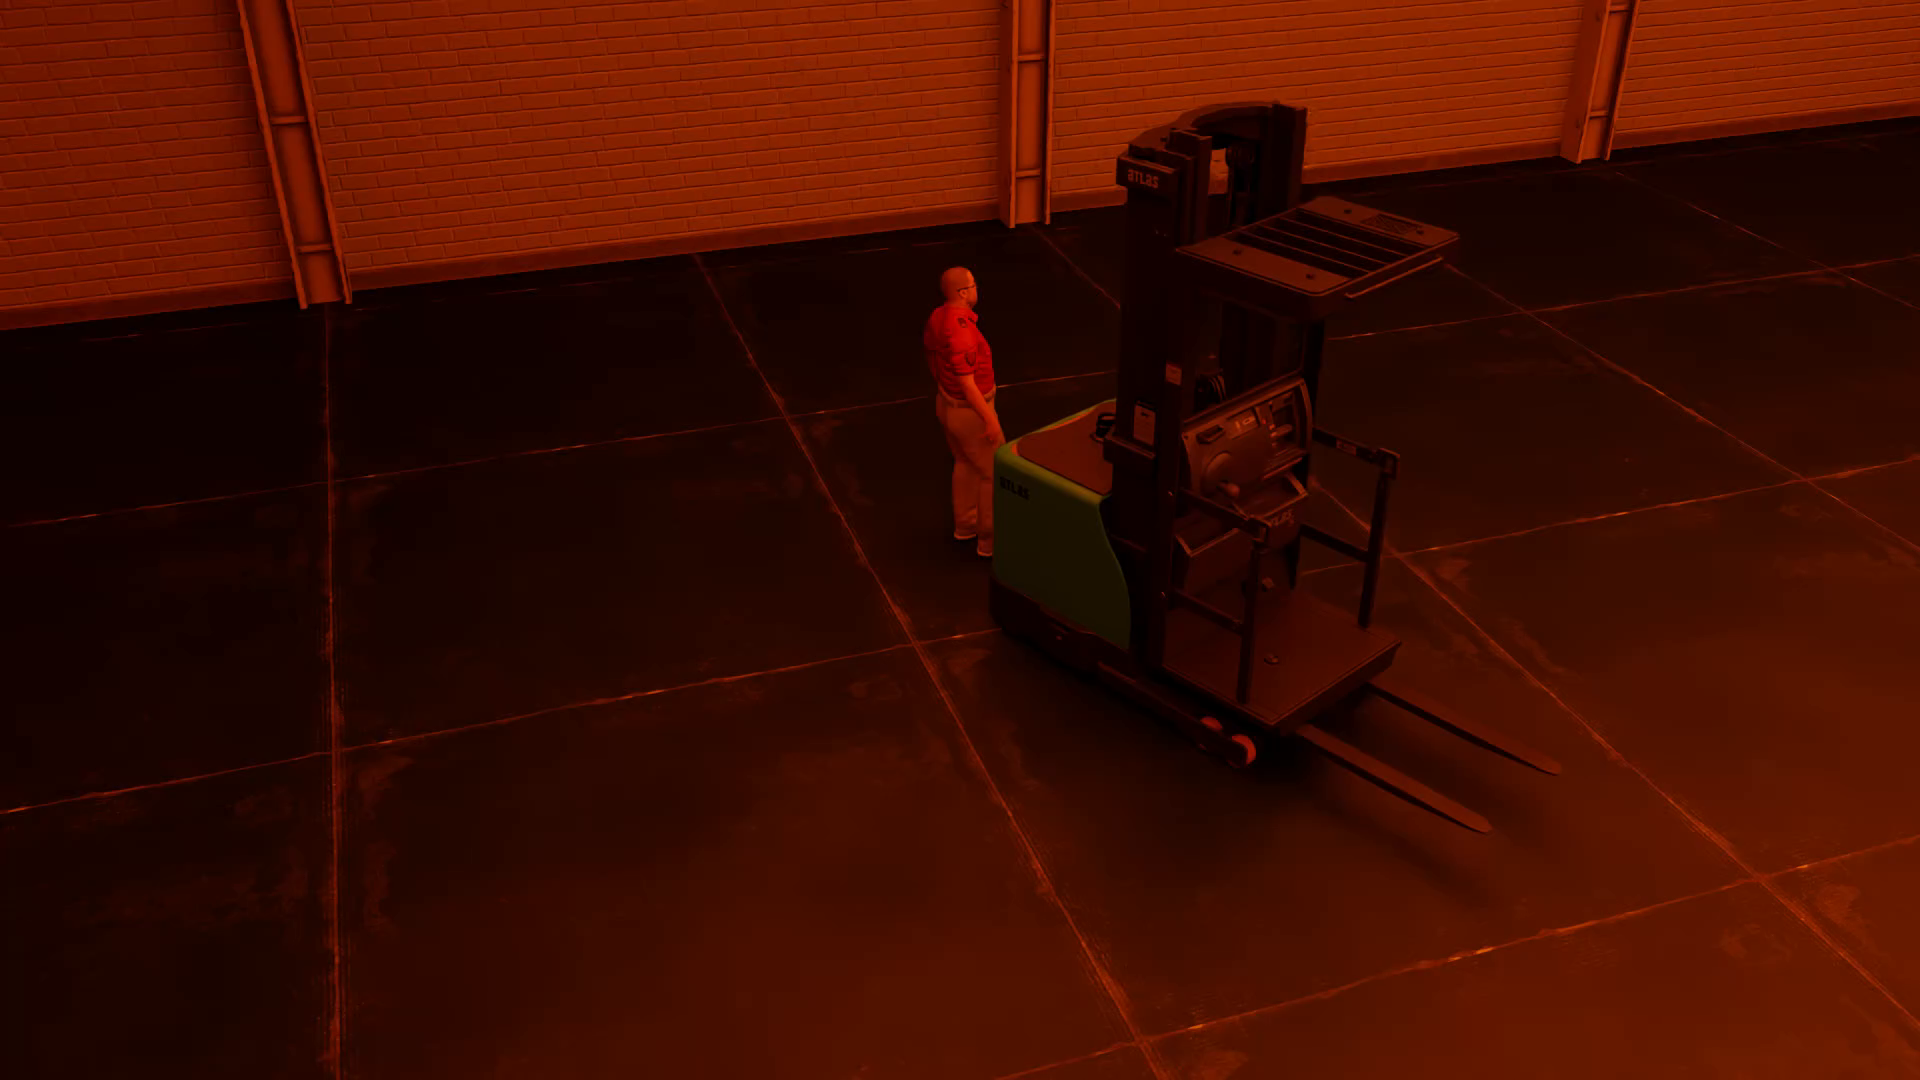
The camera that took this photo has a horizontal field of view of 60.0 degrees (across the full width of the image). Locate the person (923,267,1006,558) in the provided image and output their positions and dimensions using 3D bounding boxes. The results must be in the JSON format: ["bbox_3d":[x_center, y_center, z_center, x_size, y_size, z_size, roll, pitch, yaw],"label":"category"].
[{"bbox_3d":[0.103,-0.754,9.617,0.494,1.717,0.659,-11,32,-18],"label":"person"}]

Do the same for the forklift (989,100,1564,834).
[{"bbox_3d":[1.532,-0.449,7.867,1.130,2.935,3.031,-25,38,-36],"label":"forklift"}]
